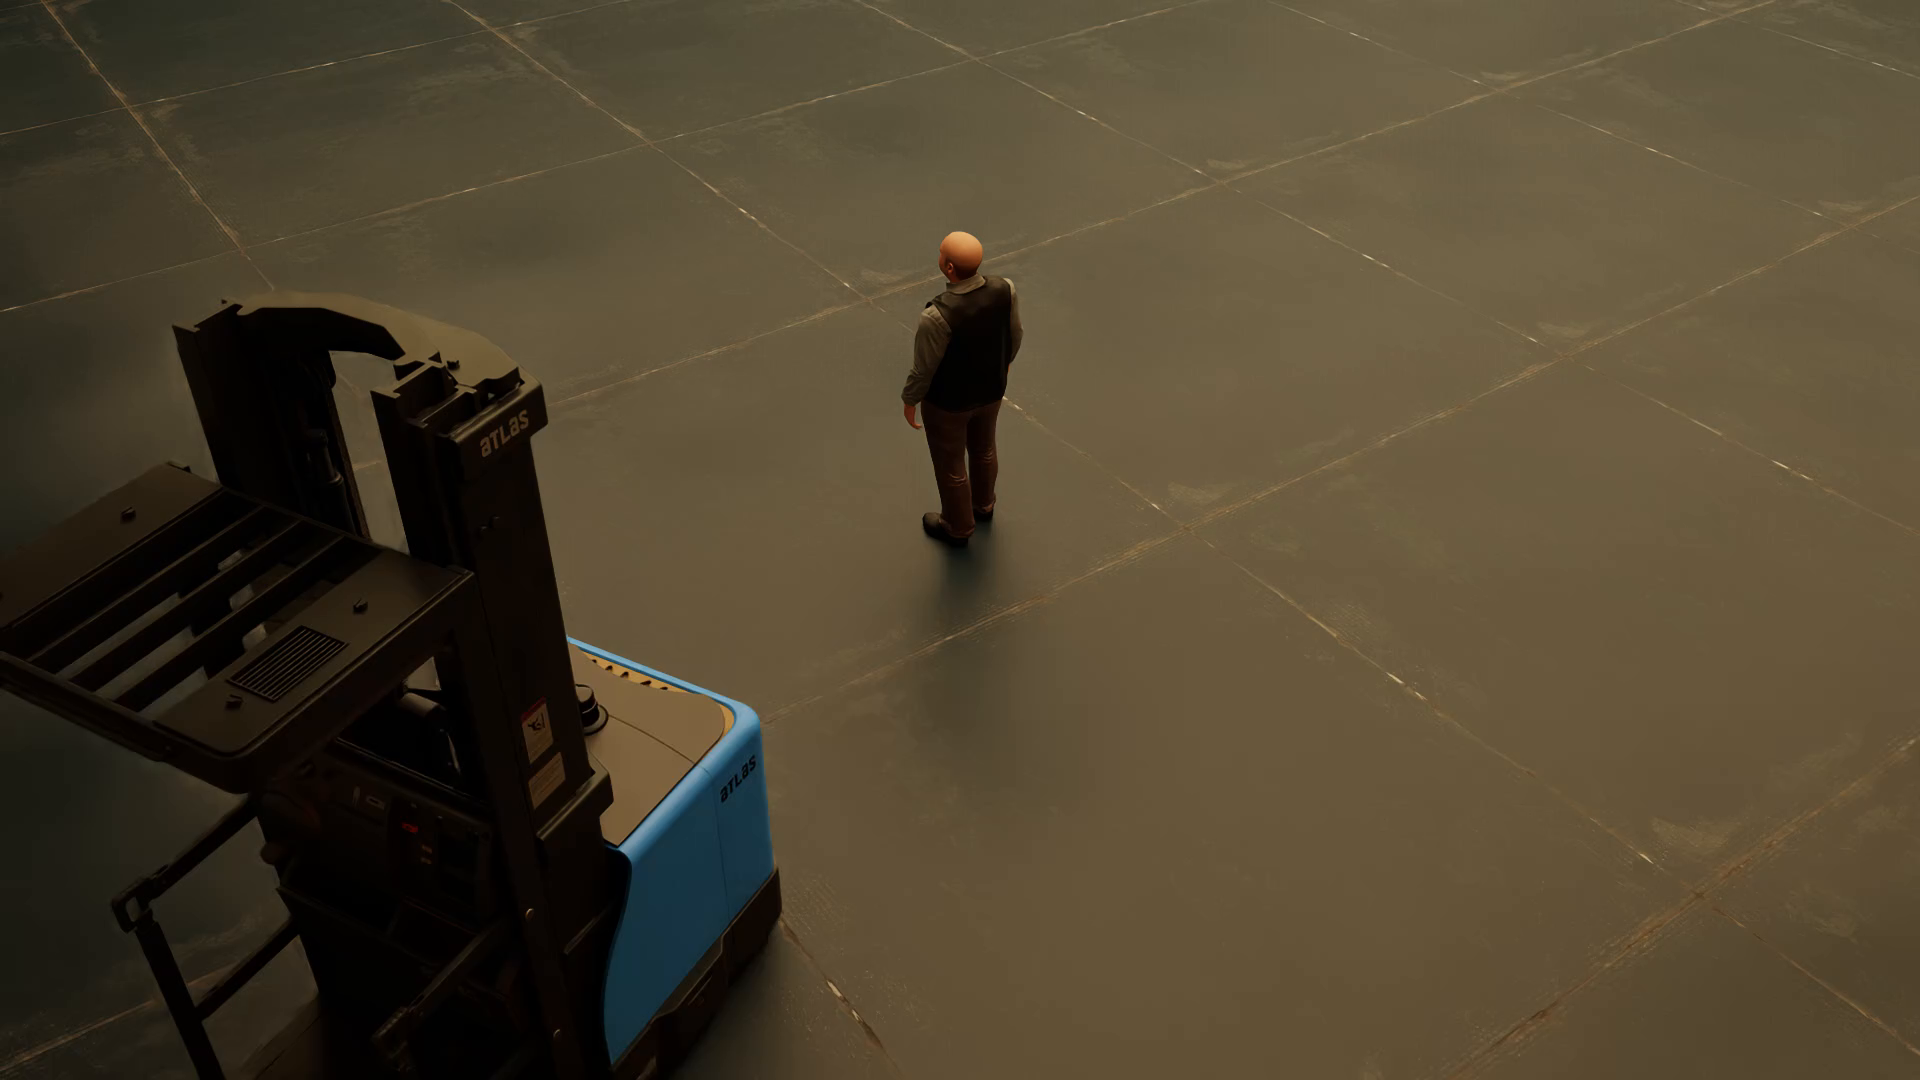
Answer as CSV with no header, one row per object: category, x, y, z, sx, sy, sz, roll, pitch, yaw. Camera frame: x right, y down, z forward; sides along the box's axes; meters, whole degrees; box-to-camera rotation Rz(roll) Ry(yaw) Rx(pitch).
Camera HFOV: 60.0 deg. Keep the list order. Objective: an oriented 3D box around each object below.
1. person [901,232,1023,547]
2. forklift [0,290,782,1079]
person,-0.031,-0.731,7.938,0.633,1.722,0.566,-23,42,-28
forklift,-1.823,0.914,4.709,1.130,2.935,3.031,18,40,22
